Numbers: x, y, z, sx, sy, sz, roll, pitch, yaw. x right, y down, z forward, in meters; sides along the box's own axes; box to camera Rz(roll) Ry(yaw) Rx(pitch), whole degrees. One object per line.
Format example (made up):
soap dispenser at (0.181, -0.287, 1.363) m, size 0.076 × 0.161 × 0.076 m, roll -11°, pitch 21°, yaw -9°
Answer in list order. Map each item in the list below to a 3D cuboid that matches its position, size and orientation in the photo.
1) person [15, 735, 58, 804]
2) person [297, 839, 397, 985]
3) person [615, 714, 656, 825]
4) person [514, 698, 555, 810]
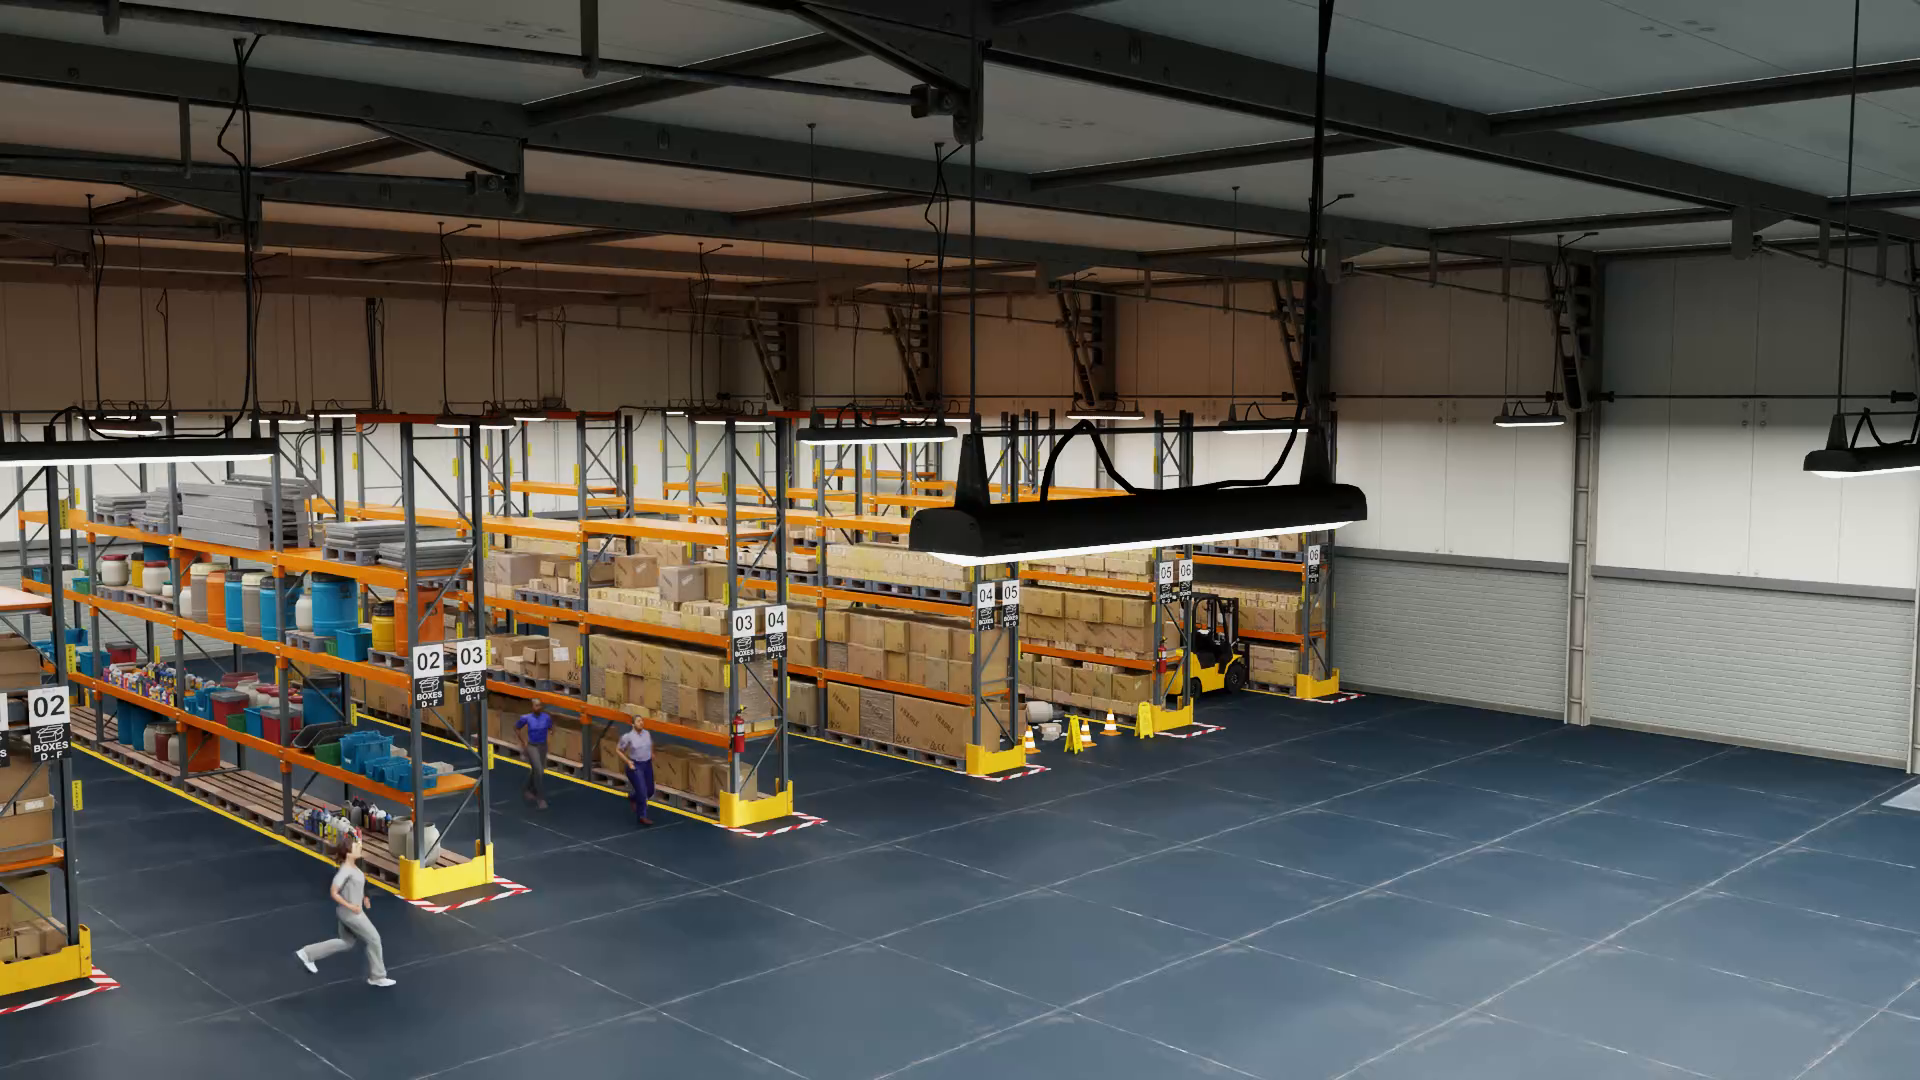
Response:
person at (-14.292, 3.175, 25.802) m, size 0.979 × 1.763 × 0.686 m, roll 4°, pitch 6°, yaw 38°
person at (-6.545, 4.001, 17.715) m, size 0.993 × 1.667 × 0.543 m, roll -2°, pitch 5°, yaw -25°
person at (-4.796, 3.392, 24.703) m, size 0.727 × 1.592 × 0.615 m, roll 5°, pitch 7°, yaw 42°
person at (-6.541, 3.290, 25.734) m, size 0.771 × 1.696 × 0.553 m, roll 5°, pitch 7°, yaw 43°
